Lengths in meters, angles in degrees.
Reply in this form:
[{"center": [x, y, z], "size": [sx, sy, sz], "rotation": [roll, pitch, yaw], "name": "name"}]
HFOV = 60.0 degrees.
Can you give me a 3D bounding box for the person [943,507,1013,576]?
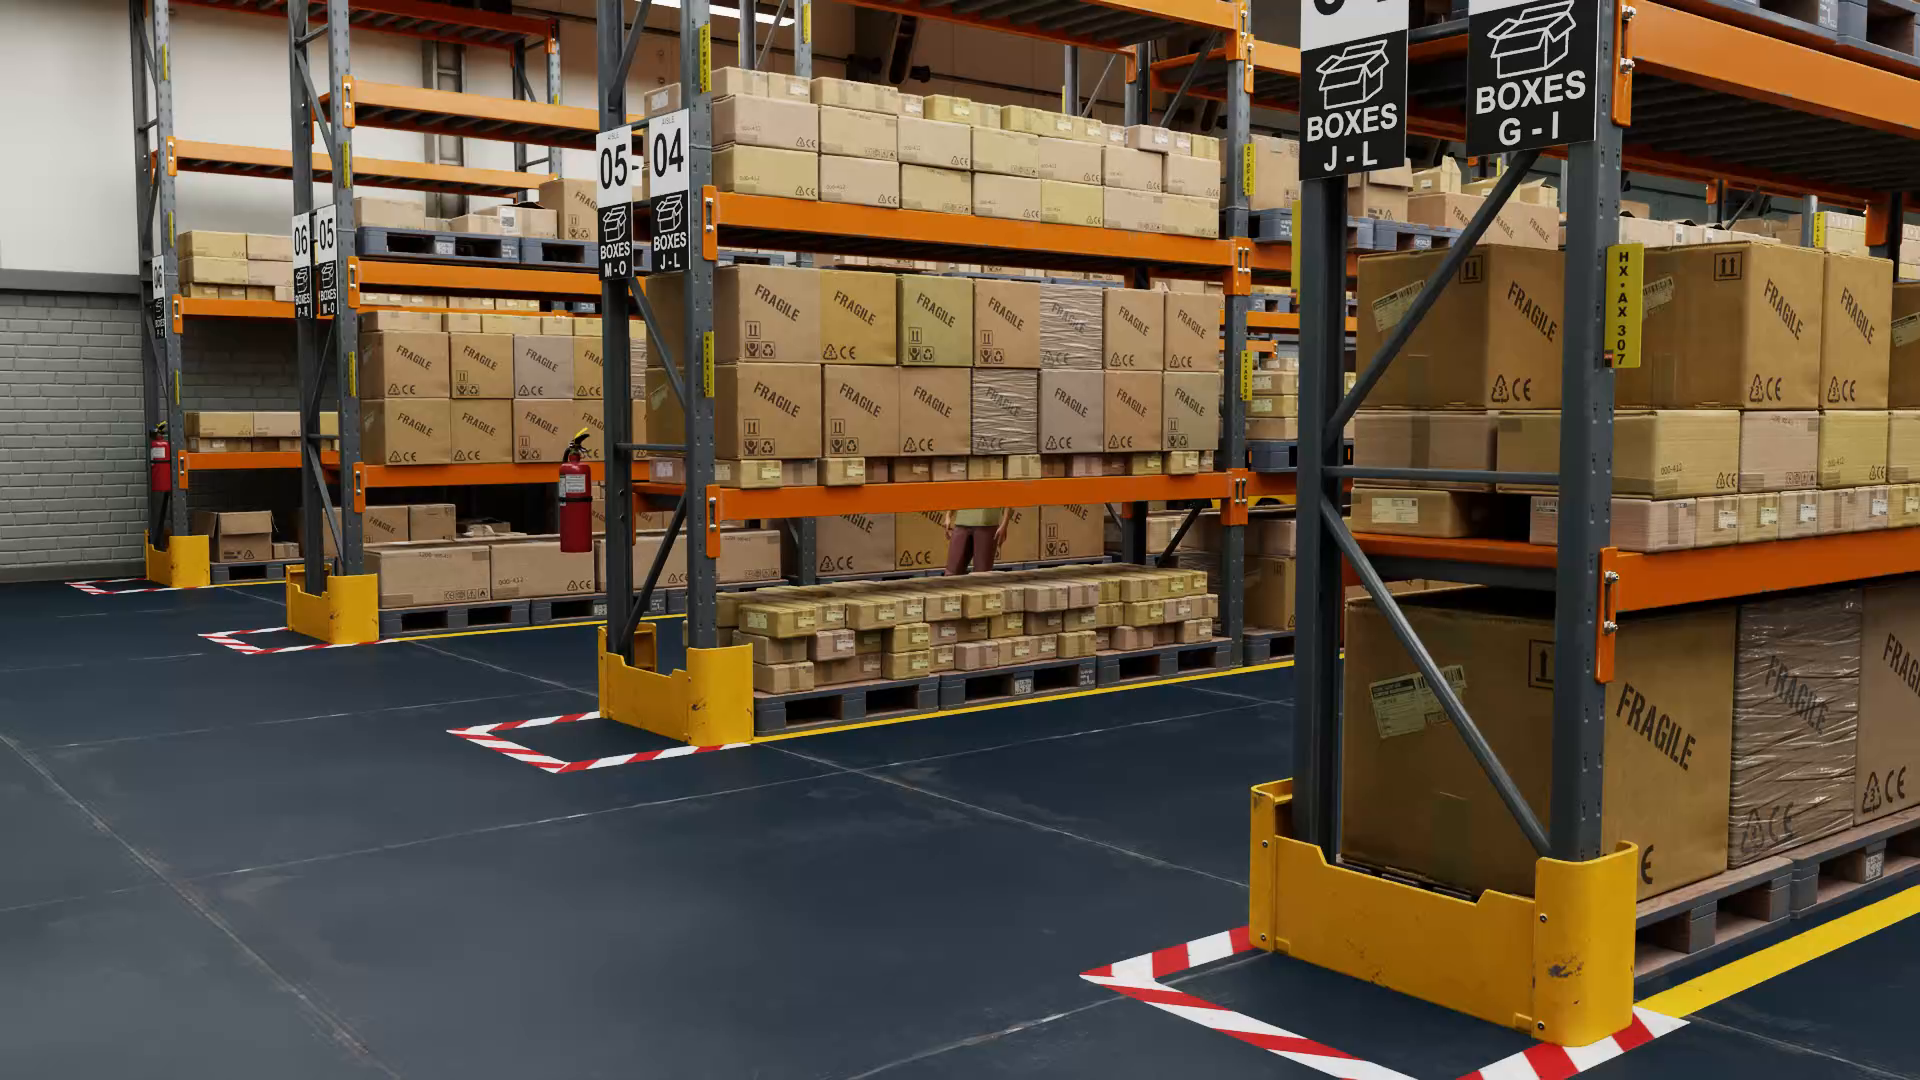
[{"center": [0.077, -0.072, 12.106], "size": [0.555, 1.662, 0.524], "rotation": [3, 5, 32], "name": "person"}]
